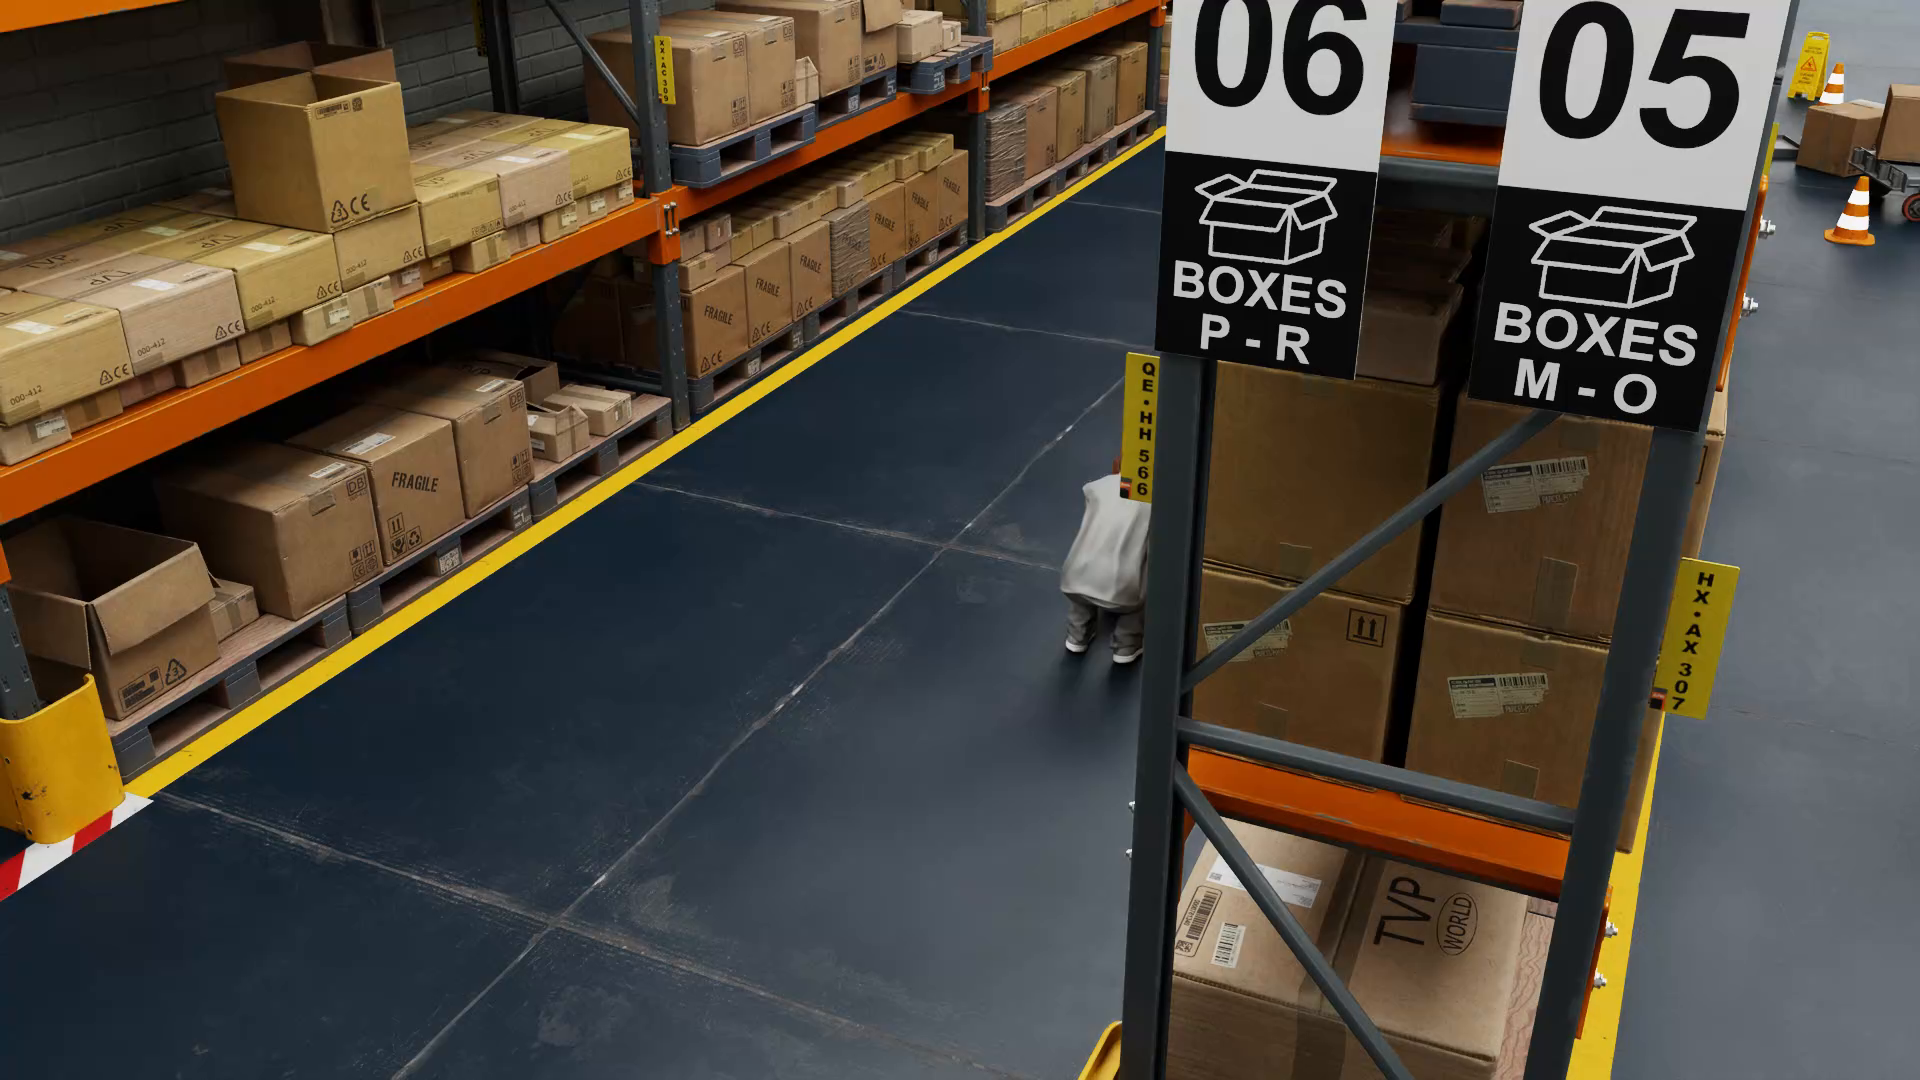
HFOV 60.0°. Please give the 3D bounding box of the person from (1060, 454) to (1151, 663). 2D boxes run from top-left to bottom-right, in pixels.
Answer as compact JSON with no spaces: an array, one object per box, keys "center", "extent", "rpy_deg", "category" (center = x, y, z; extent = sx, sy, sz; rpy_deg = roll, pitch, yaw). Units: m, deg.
[{"center":[0.671,0.083,6.966],"extent":[0.436,0.761,0.814],"rpy_deg":[12,29,23],"category":"person"}]
